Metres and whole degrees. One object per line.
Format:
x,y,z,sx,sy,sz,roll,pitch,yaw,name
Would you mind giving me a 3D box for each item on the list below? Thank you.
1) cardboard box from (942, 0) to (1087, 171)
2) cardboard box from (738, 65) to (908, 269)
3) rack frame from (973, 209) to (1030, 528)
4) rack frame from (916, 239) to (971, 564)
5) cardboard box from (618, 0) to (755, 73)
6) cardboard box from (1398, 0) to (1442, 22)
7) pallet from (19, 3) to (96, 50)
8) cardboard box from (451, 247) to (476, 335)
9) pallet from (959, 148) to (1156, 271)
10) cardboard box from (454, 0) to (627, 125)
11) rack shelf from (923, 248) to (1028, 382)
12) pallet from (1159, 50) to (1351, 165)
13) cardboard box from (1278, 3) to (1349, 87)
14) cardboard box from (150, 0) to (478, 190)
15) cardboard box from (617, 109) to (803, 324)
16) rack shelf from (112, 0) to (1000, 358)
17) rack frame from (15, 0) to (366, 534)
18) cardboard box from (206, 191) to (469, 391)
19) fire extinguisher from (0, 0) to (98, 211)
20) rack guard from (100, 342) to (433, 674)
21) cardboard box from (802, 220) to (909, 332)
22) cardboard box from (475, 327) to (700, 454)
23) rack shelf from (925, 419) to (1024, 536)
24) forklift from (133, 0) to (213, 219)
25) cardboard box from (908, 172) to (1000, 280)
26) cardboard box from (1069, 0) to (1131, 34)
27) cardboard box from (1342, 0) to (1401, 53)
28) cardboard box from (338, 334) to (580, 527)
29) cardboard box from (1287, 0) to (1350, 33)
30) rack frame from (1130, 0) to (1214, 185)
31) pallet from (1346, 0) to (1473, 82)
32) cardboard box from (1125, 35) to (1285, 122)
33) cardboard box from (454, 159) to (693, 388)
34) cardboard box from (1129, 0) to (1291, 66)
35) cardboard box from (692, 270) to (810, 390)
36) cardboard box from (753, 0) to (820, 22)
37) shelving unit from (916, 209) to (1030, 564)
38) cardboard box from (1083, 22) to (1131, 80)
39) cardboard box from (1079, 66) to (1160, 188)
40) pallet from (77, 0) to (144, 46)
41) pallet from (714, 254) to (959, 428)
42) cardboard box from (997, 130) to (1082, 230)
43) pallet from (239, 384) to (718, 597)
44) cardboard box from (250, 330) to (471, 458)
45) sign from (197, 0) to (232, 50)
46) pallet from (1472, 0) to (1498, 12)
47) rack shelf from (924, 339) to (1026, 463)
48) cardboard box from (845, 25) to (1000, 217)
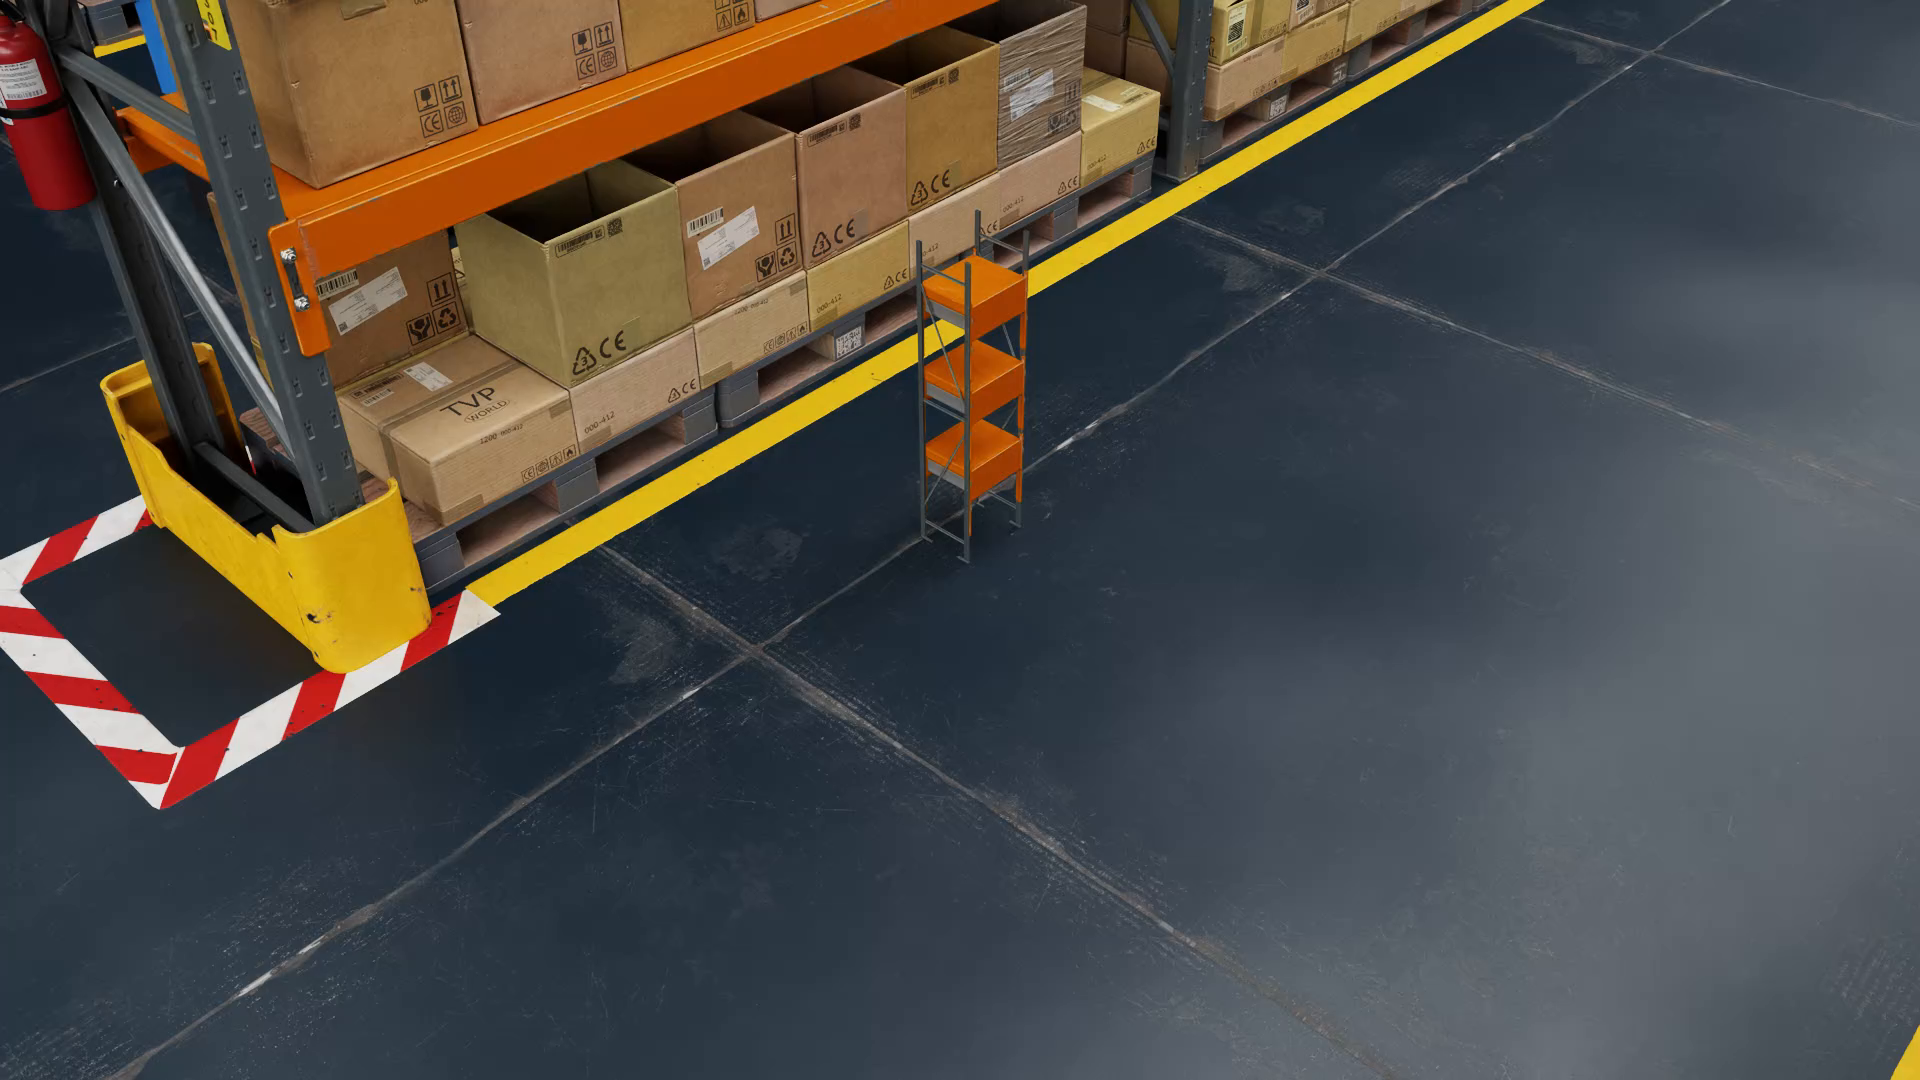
0.128,-1.799,6.371,0.500,0.500,0.500,30,47,32,cardboard box
-0.533,-1.332,5.784,0.500,0.500,0.500,30,47,32,cardboard box
0.118,-0.492,5.025,0.200,1.050,0.008,30,47,32,rack frame
-0.046,-0.379,4.884,0.200,1.050,0.008,30,47,32,rack frame
-1.059,-1.826,5.056,0.700,0.500,0.500,30,47,32,cardboard box
2.118,-2.823,8.262,0.500,0.250,0.500,31,48,33,cardboard box
-5.107,-2.489,8.211,1.003,0.211,1.213,30,47,32,pallet
-1.601,-0.802,5.721,0.500,0.250,0.500,30,47,32,cardboard box
0.058,-1.508,6.976,1.003,0.211,1.213,30,47,32,pallet
-1.398,-1.601,4.772,0.700,0.500,0.500,31,48,33,cardboard box
0.036,-0.649,4.784,0.215,0.259,0.240,30,47,32,rack shelf
1.094,-2.210,7.860,1.003,0.211,1.213,30,47,32,pallet
1.427,-2.350,7.668,0.500,0.250,0.500,31,48,33,cardboard box
-1.748,-1.357,4.466,0.700,0.500,0.500,30,47,32,cardboard box
-0.883,-1.109,5.504,0.500,0.500,0.500,30,47,32,cardboard box
-0.724,-1.746,5.614,1.077,0.370,4.000,30,47,32,rack shelf
-2.073,-1.109,4.235,1.000,3.000,0.127,30,47,32,rack frame
-1.931,-0.862,5.193,0.500,0.500,0.500,30,47,32,cardboard box
-2.496,-1.219,4.436,0.296,0.674,0.183,30,47,32,fire extinguisher
-2.089,-0.120,4.999,1.175,0.500,0.348,30,47,32,rack guard
-0.534,-1.039,6.018,0.500,0.250,0.500,30,47,32,cardboard box
-1.212,-0.581,5.443,0.500,0.250,0.500,30,47,32,cardboard box
0.036,-0.210,5.134,0.215,0.259,0.240,30,47,32,rack shelf
-2.010,-3.122,6.821,1.130,2.935,3.031,19,42,22,forklift
-0.197,-1.269,6.307,0.500,0.250,0.500,30,47,32,cardboard box
0.687,-2.561,7.482,0.500,0.311,0.500,30,47,32,cardboard box
1.774,-2.589,7.968,0.500,0.250,0.500,28,46,31,cardboard box
-1.547,-0.350,5.152,0.500,0.250,0.500,30,47,32,cardboard box
1.430,-2.567,7.490,0.500,0.311,0.500,29,47,31,cardboard box
0.626,-2.947,6.546,1.000,3.000,0.127,30,47,32,rack frame
1.917,-2.773,8.568,1.003,0.211,1.213,30,47,32,pallet
1.081,-2.116,7.373,0.500,0.250,0.500,28,47,31,cardboard box
-1.211,-0.874,5.209,0.500,0.500,0.500,30,47,32,cardboard box
1.088,-2.340,7.203,0.500,0.311,0.500,30,47,32,cardboard box
-0.875,-0.811,5.732,0.500,0.250,0.500,30,47,32,cardboard box
-0.706,-2.070,5.362,0.700,0.500,0.500,31,48,33,cardboard box
0.036,-0.435,4.954,0.215,1.050,0.252,30,47,32,shelving unit
0.691,-2.347,7.663,0.500,0.250,0.500,29,47,31,cardboard box
0.474,-1.730,6.887,0.500,0.250,0.500,30,47,32,cardboard box
-4.283,-3.047,8.912,1.003,0.211,1.213,30,47,32,pallet
-0.765,-0.944,6.268,1.003,0.211,1.213,30,47,32,pallet
0.130,-1.504,6.604,0.500,0.250,0.500,30,47,32,cardboard box
-1.588,-0.387,5.566,1.003,0.211,1.213,30,47,32,pallet
-1.929,-0.568,5.426,0.500,0.250,0.500,30,47,32,cardboard box
-1.667,-1.243,3.644,0.100,0.325,0.005,30,47,32,sign
2.740,-3.331,9.269,1.003,0.211,1.213,30,47,32,pallet
0.036,-0.427,4.961,0.215,0.259,0.240,30,47,32,rack shelf
-0.206,-1.567,6.080,0.500,0.500,0.500,30,47,32,cardboard box
